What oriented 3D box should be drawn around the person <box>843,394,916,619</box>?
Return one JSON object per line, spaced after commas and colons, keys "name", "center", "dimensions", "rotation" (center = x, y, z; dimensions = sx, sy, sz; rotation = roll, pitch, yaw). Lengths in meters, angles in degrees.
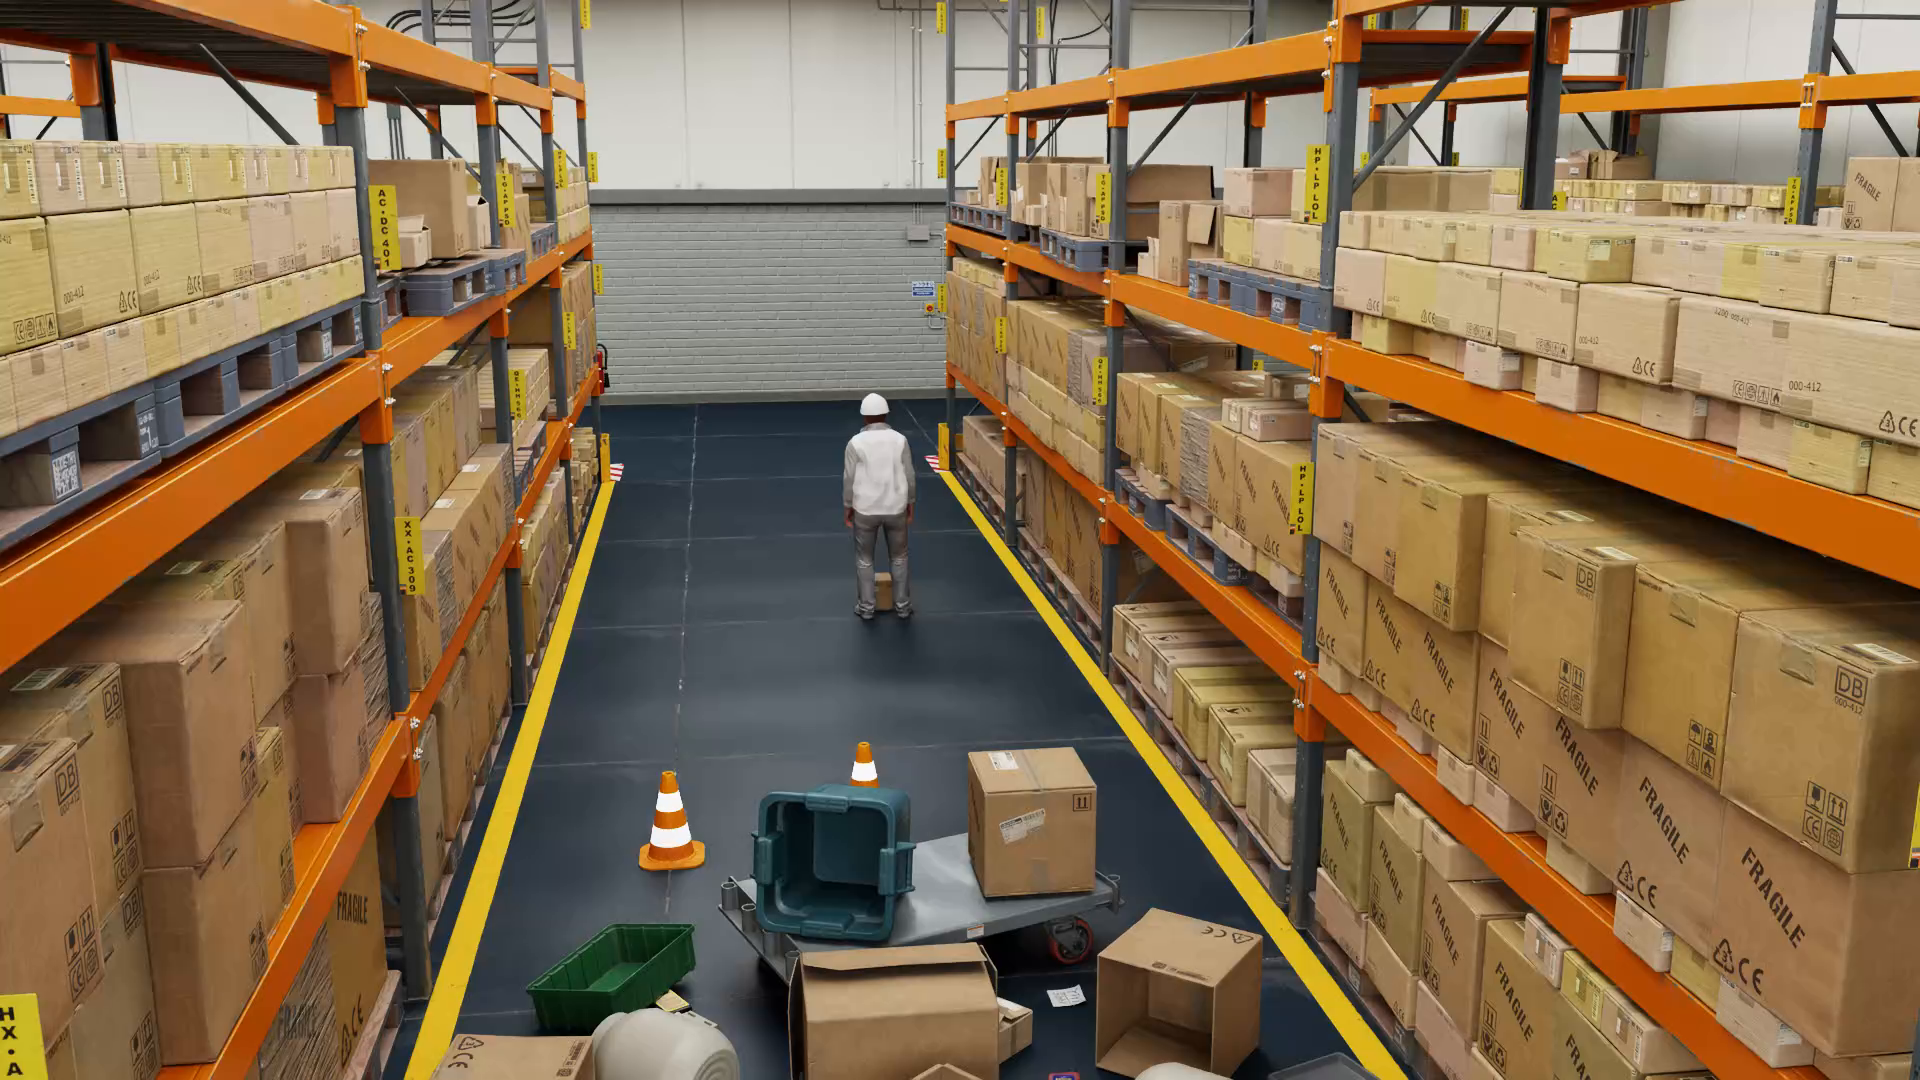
{"name": "person", "center": [-0.629, -0.261, 13.053], "dimensions": [0.567, 1.770, 0.466], "rotation": [-2, 13, -11]}
